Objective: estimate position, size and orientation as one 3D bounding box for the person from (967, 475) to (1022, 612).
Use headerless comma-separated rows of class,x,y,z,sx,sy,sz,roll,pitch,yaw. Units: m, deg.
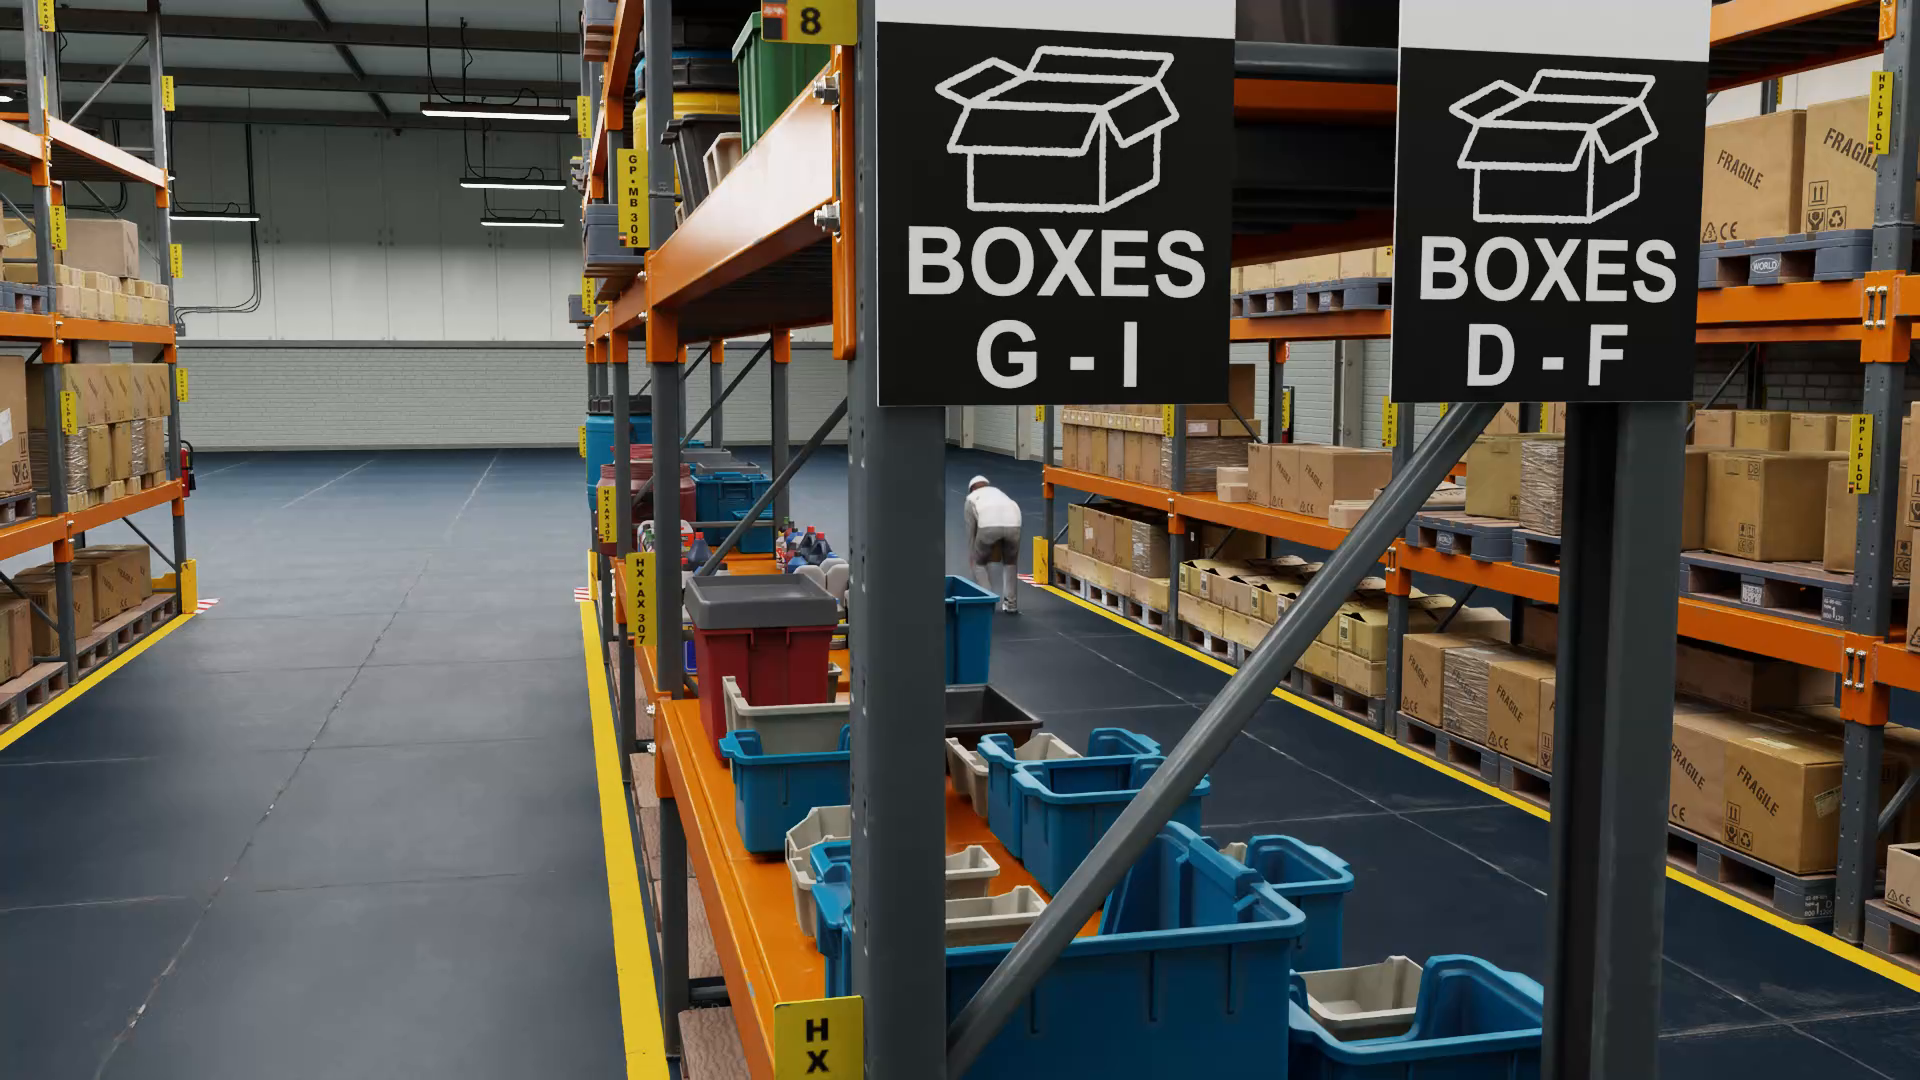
person,0.307,0.032,16.685,0.455,1.317,0.949,-2,6,-16
